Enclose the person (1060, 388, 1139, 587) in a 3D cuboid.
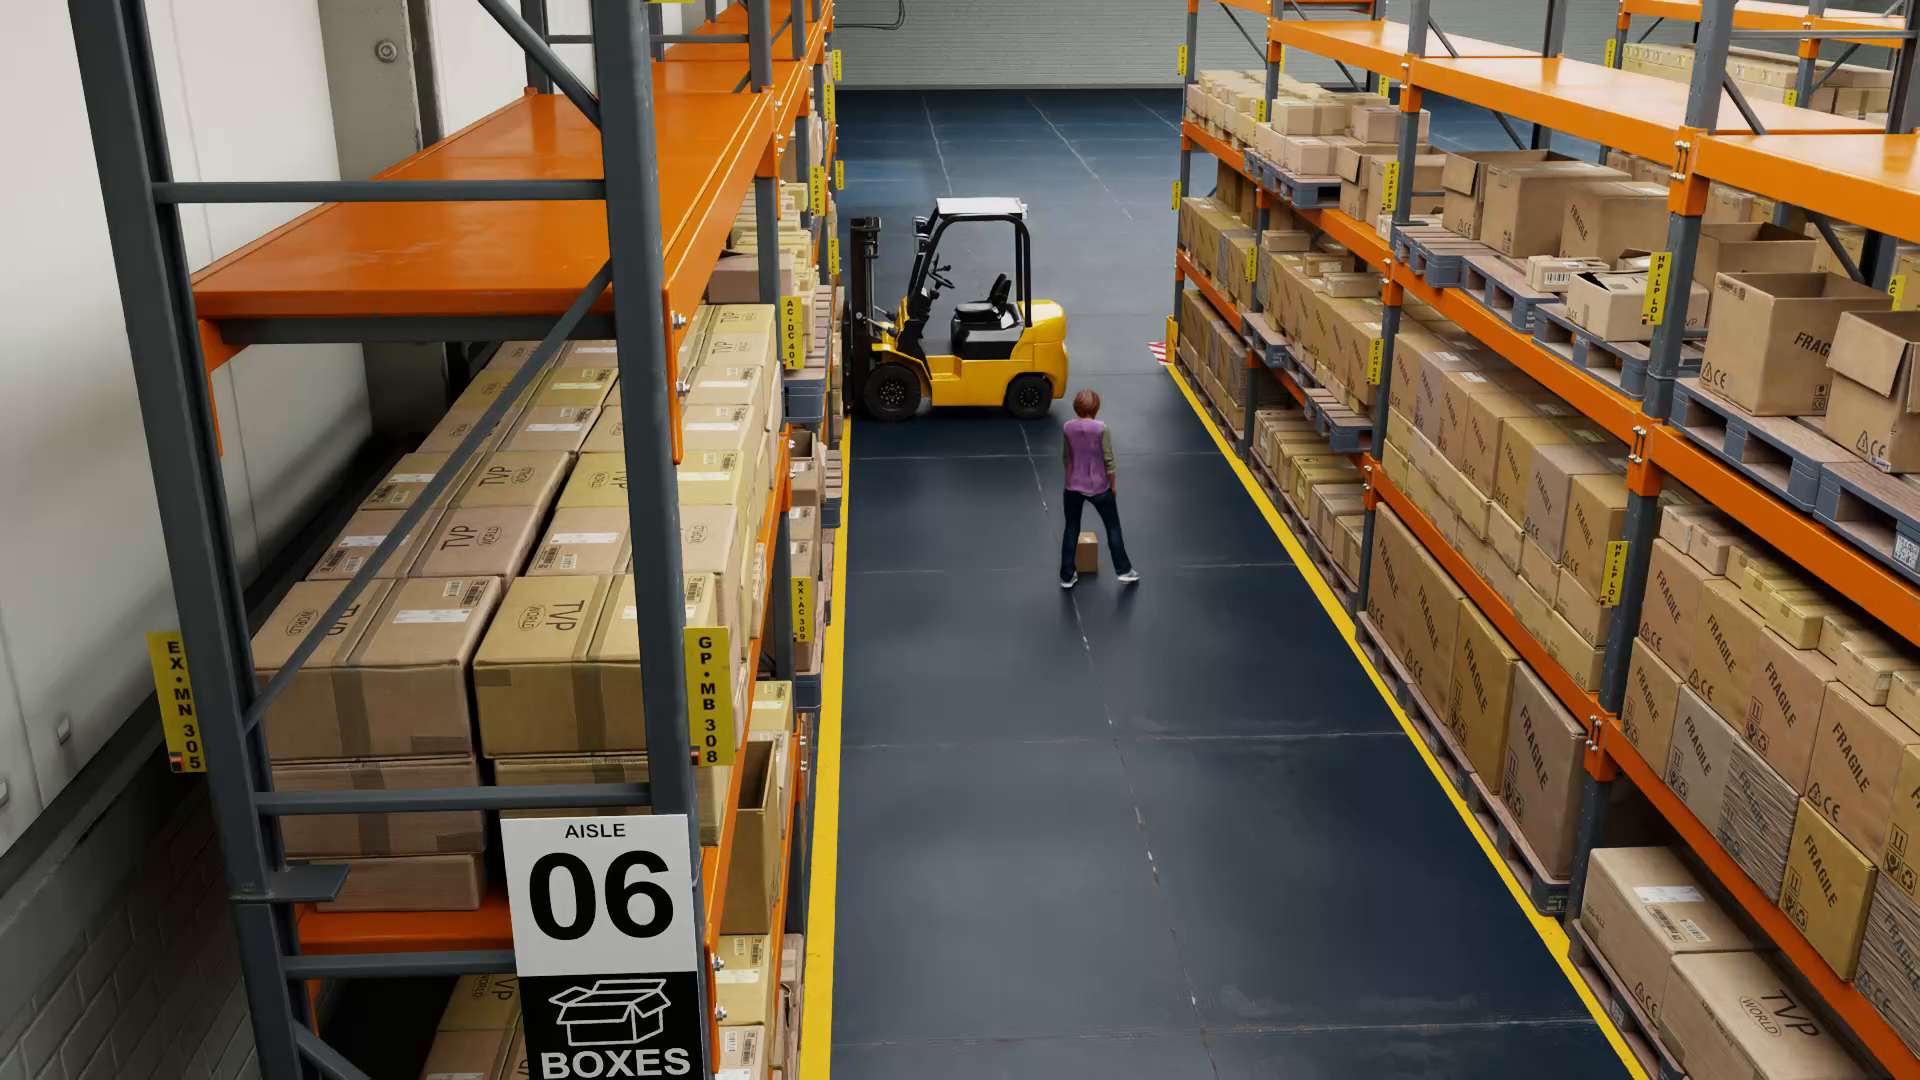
[{"bbox_3d":[1.086,-0.394,12.917,0.598,1.576,0.454,7,22,17],"label":"person"}]
